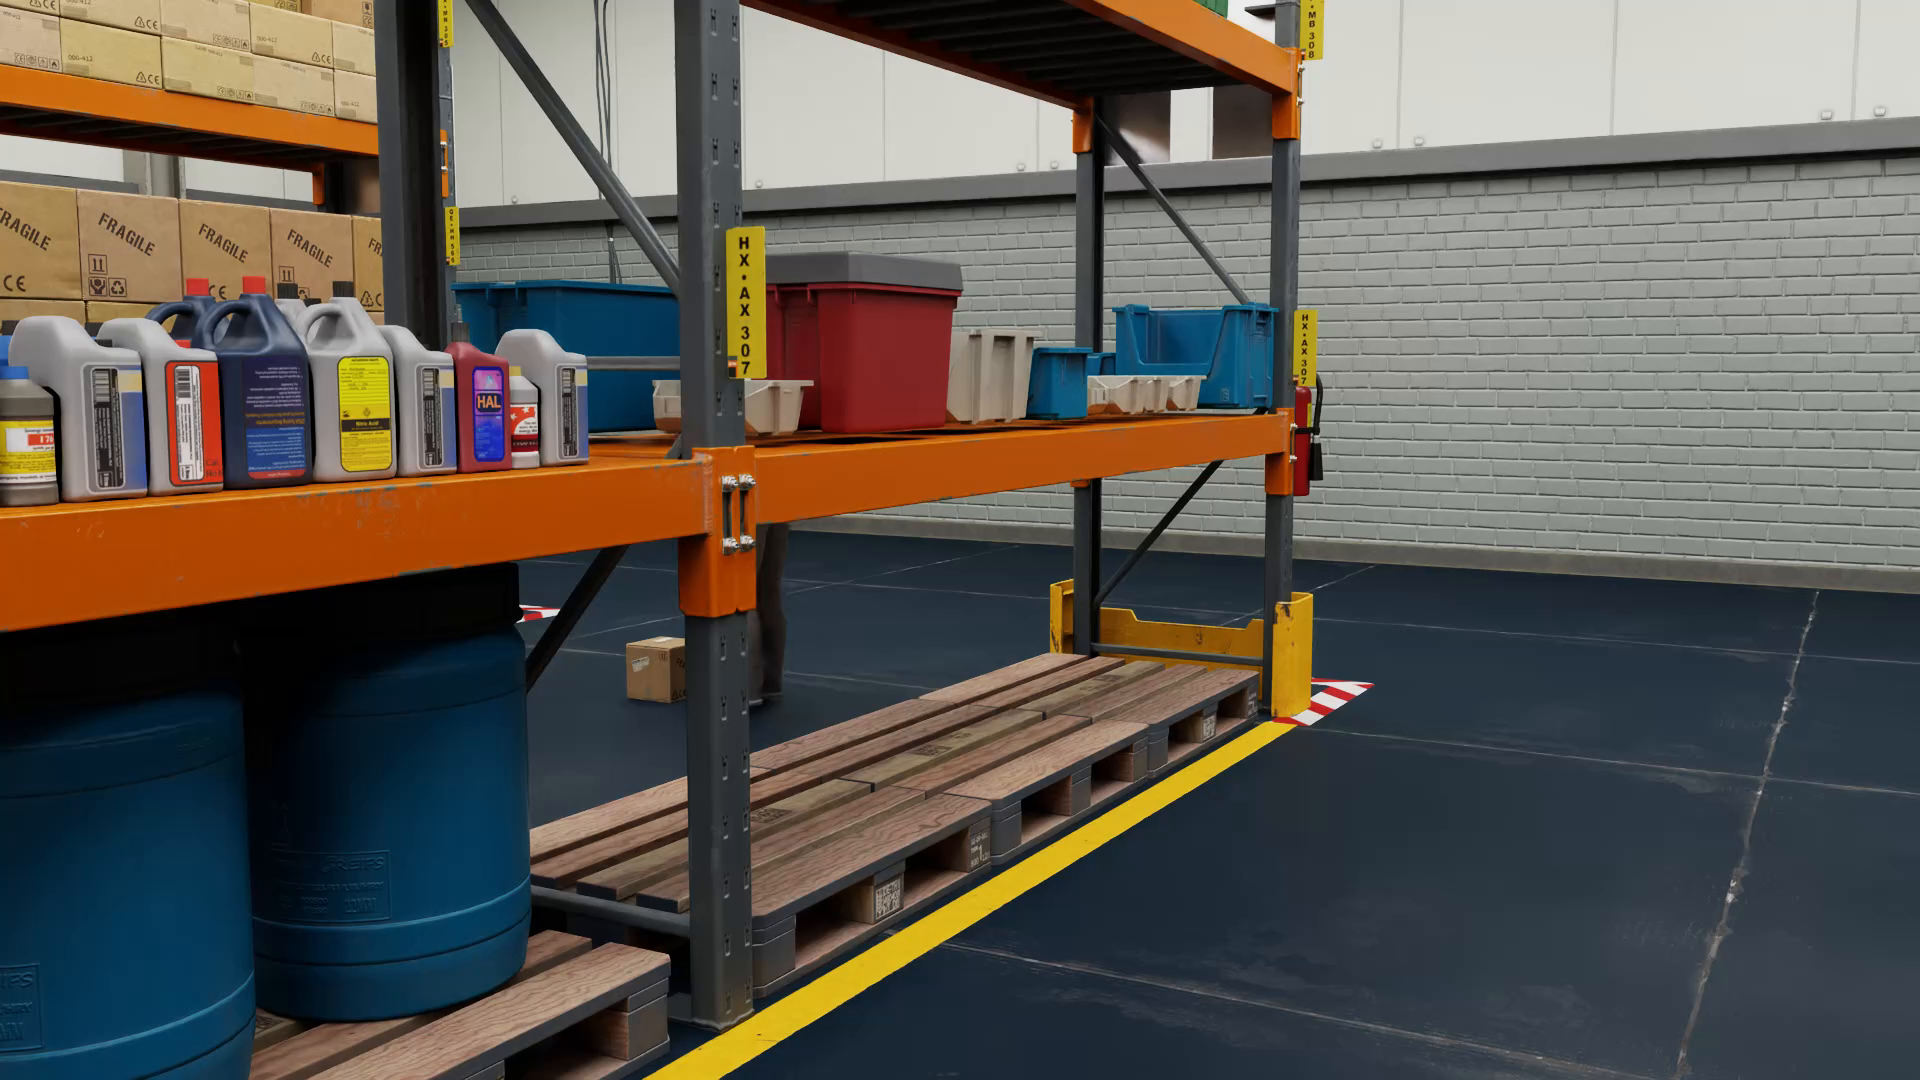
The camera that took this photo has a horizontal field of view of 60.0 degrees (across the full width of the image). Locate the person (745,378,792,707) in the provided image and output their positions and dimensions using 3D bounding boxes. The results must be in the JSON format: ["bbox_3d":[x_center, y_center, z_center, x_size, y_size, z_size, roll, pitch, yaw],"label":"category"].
[{"bbox_3d":[-0.937,-0.097,7.311,0.397,1.677,0.463,3,7,29],"label":"person"}]
